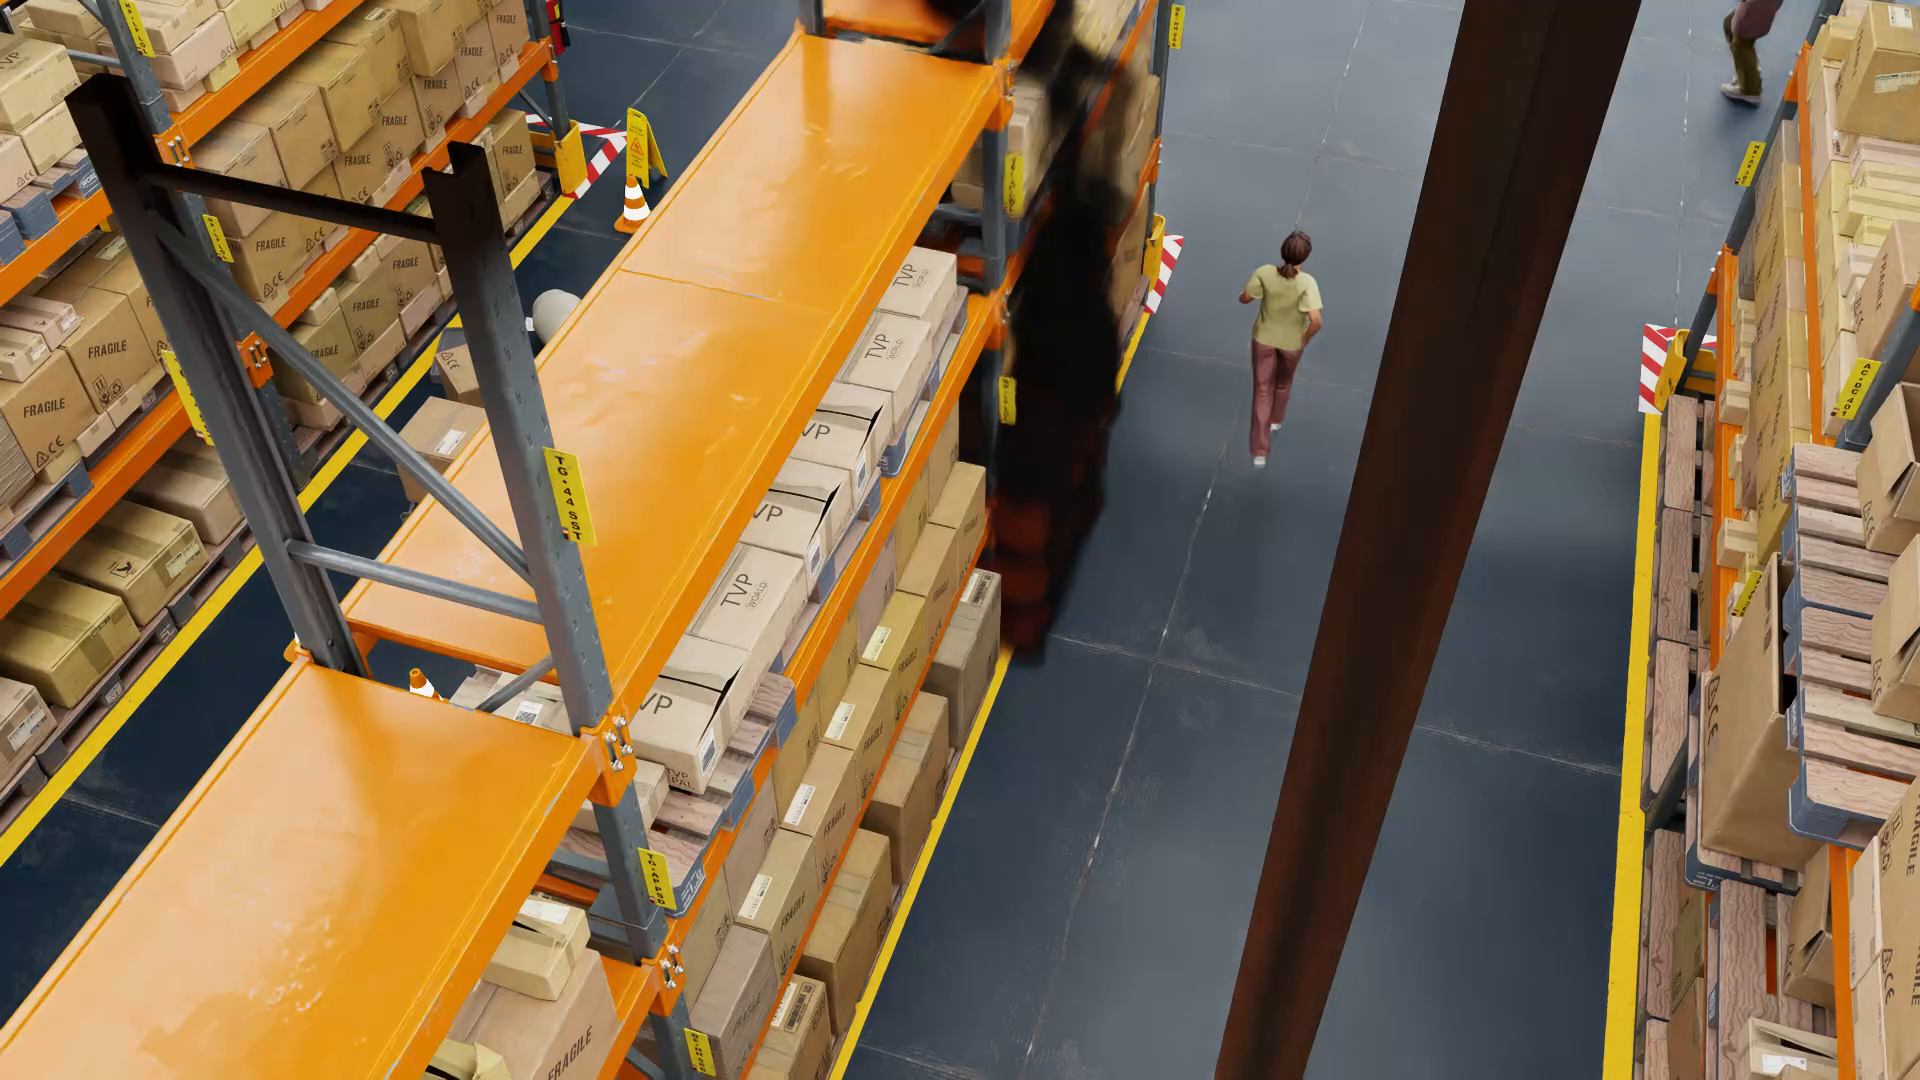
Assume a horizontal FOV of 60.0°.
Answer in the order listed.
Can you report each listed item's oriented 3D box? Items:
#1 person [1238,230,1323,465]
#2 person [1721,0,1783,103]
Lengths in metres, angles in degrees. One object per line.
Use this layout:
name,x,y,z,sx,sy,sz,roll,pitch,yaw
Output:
person,2.032,-1.230,10.794,0.547,1.768,0.709,10,46,9
person,6.933,-4.689,14.493,0.709,1.767,0.714,-33,54,-28
